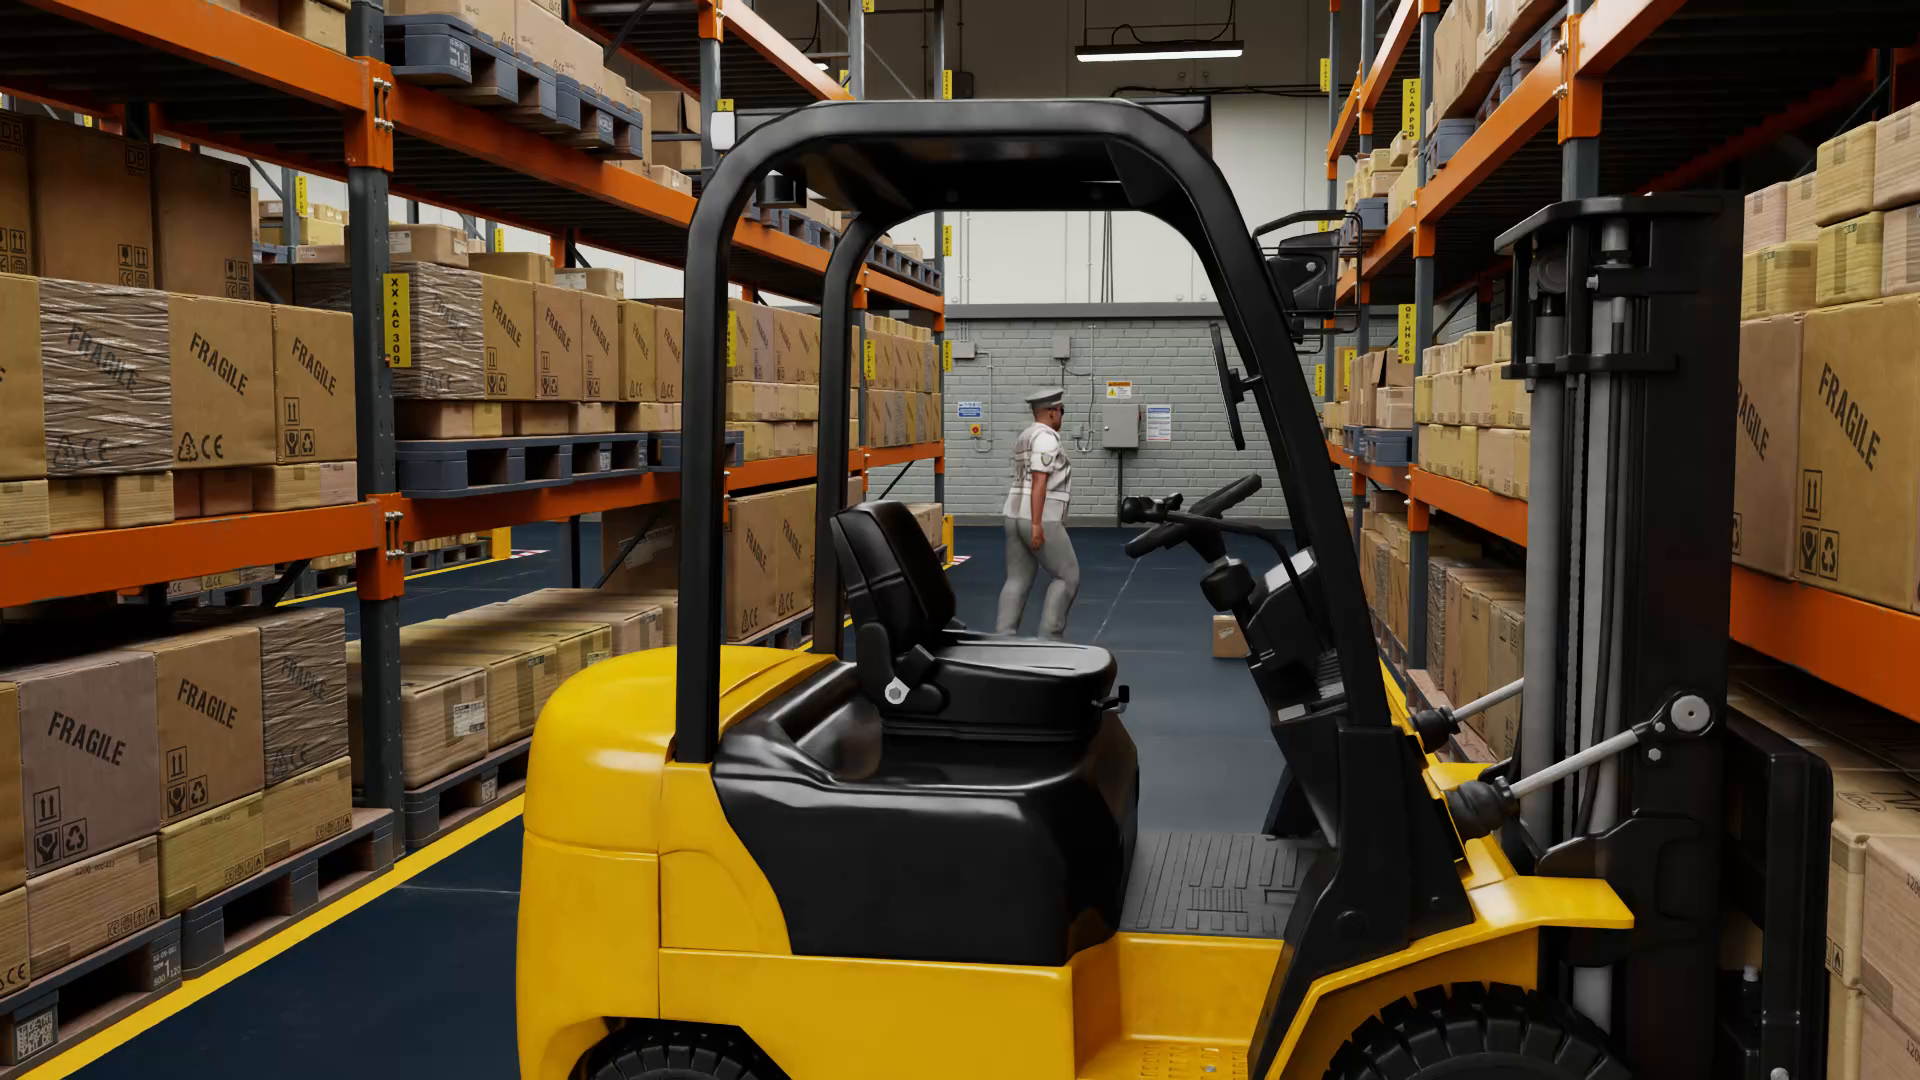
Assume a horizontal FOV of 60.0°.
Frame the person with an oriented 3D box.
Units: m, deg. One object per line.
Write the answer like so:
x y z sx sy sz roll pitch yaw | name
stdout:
0.458 -0.076 10.698 0.535 1.796 0.568 -2 5 -24 | person
